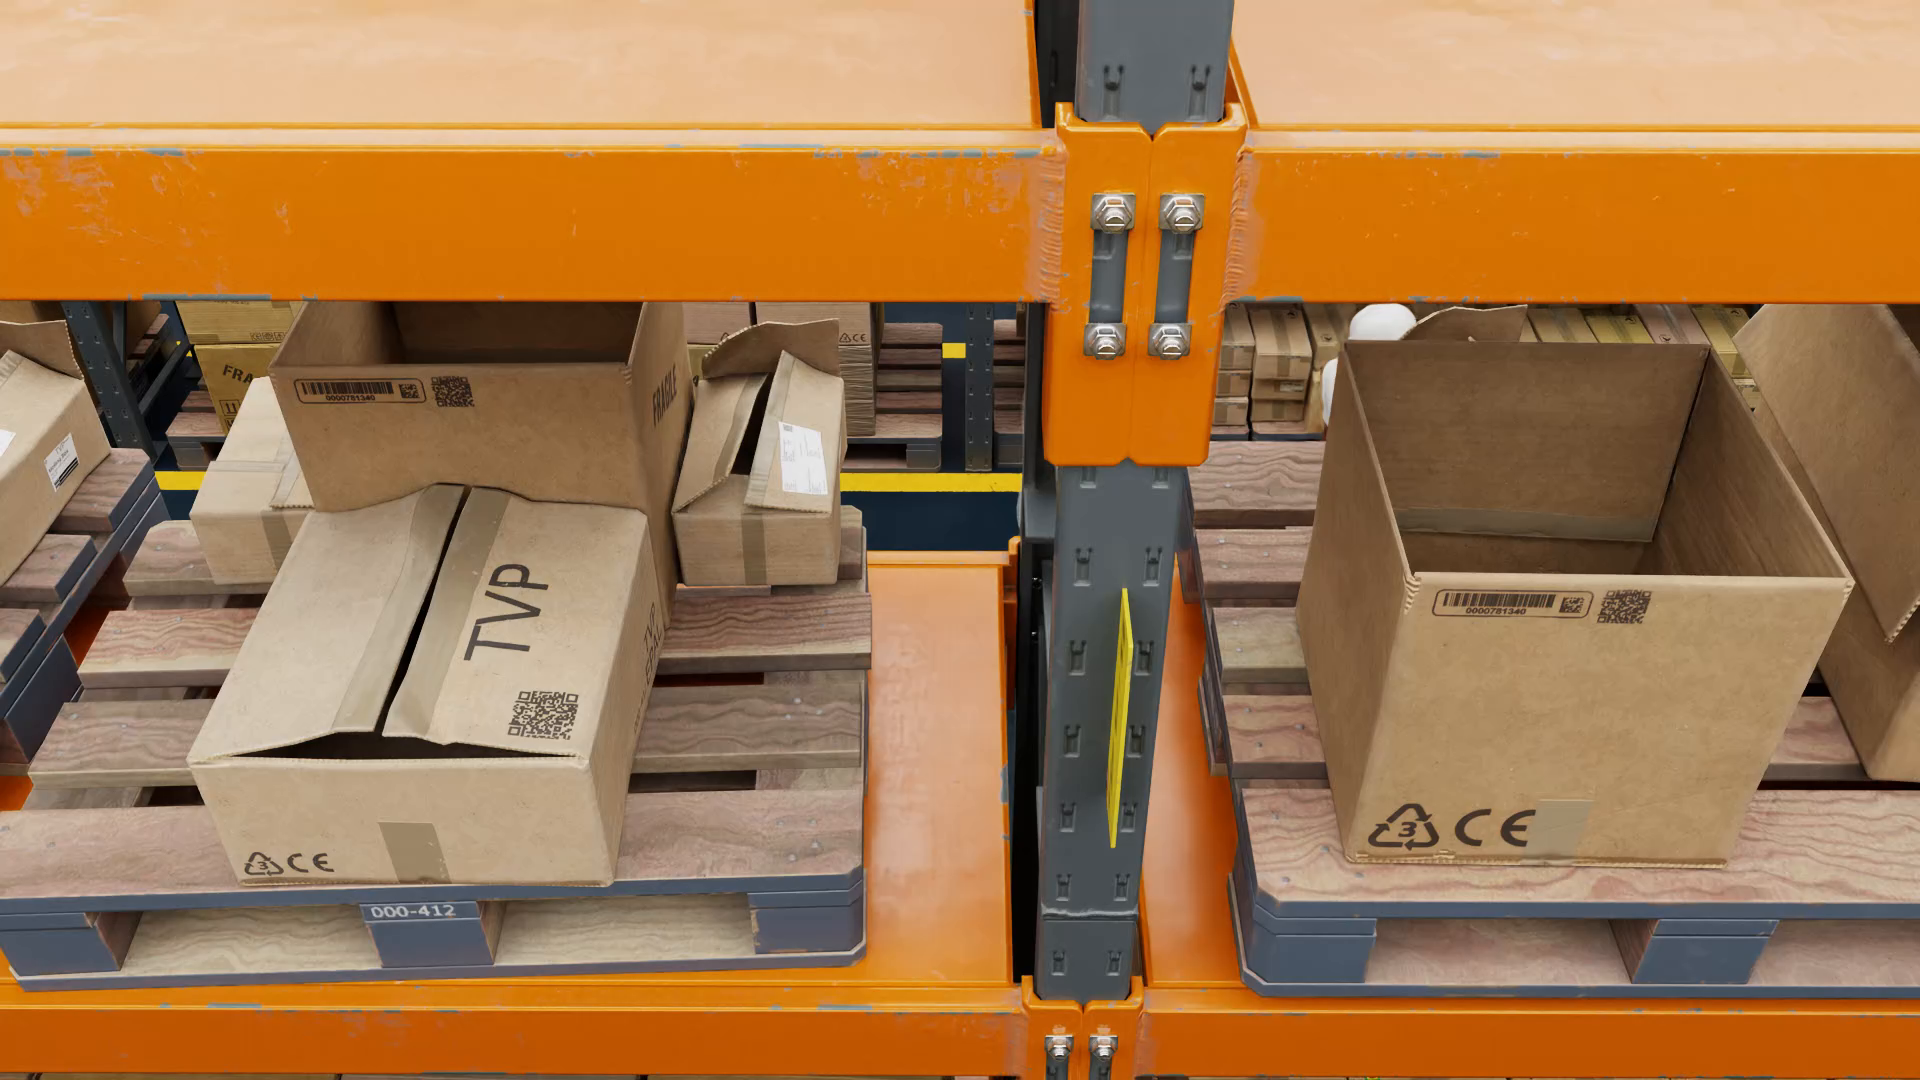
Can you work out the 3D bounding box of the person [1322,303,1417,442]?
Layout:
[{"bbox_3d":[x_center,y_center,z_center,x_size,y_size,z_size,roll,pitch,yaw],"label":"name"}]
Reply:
[{"bbox_3d":[1.489,-0.110,6.248,0.729,1.750,0.575,-5,40,-6],"label":"person"}]
